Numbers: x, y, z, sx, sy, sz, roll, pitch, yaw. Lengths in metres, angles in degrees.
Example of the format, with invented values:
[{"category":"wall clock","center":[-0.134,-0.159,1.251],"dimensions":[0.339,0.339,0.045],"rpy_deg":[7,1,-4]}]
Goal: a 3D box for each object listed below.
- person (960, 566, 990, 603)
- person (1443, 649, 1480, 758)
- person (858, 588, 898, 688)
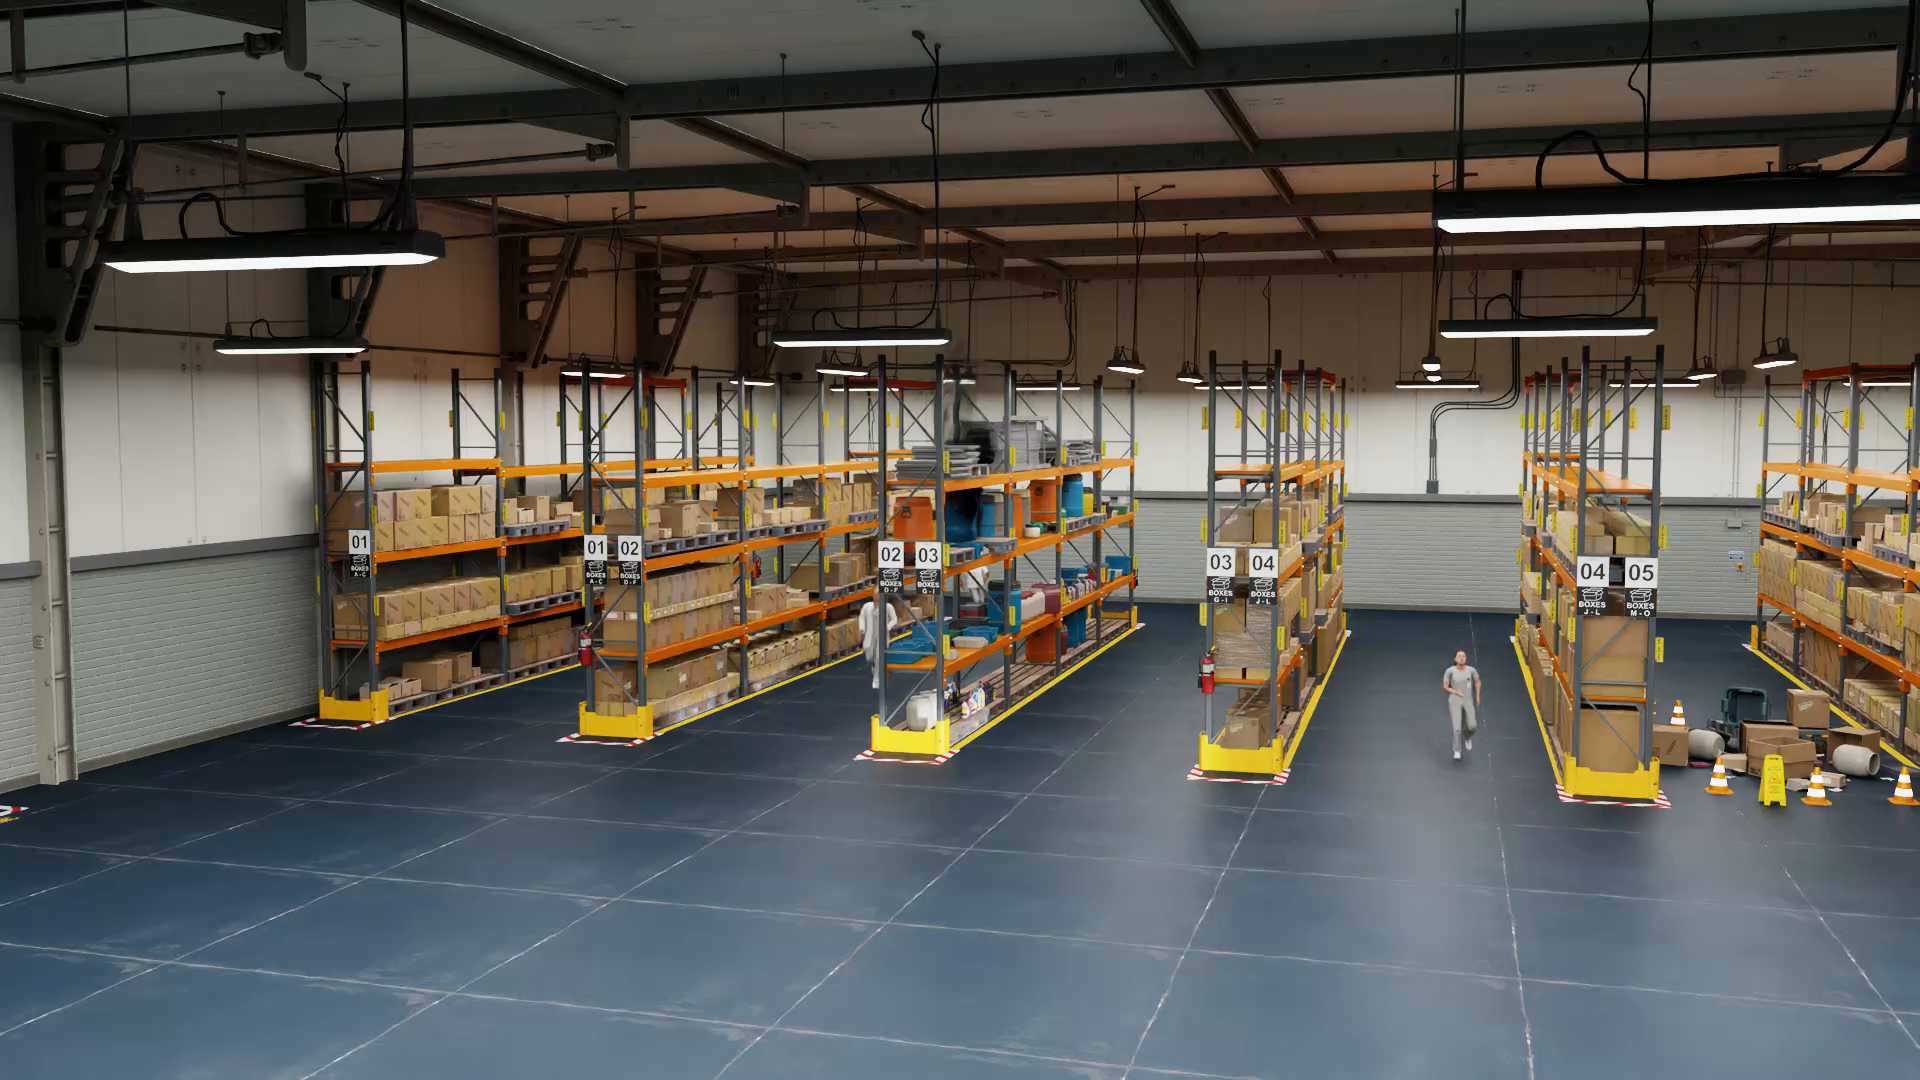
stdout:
[{"category":"person","center":[0.363,1.168,41.498],"dimensions":[0.738,1.728,0.953],"rpy_deg":[-1,4,-8]},{"category":"person","center":[7.464,2.435,24.681],"dimensions":[0.572,1.633,0.578],"rpy_deg":[0,4,5]},{"category":"person","center":[-1.473,1.742,29.689],"dimensions":[0.723,1.762,0.634],"rpy_deg":[1,4,10]}]
